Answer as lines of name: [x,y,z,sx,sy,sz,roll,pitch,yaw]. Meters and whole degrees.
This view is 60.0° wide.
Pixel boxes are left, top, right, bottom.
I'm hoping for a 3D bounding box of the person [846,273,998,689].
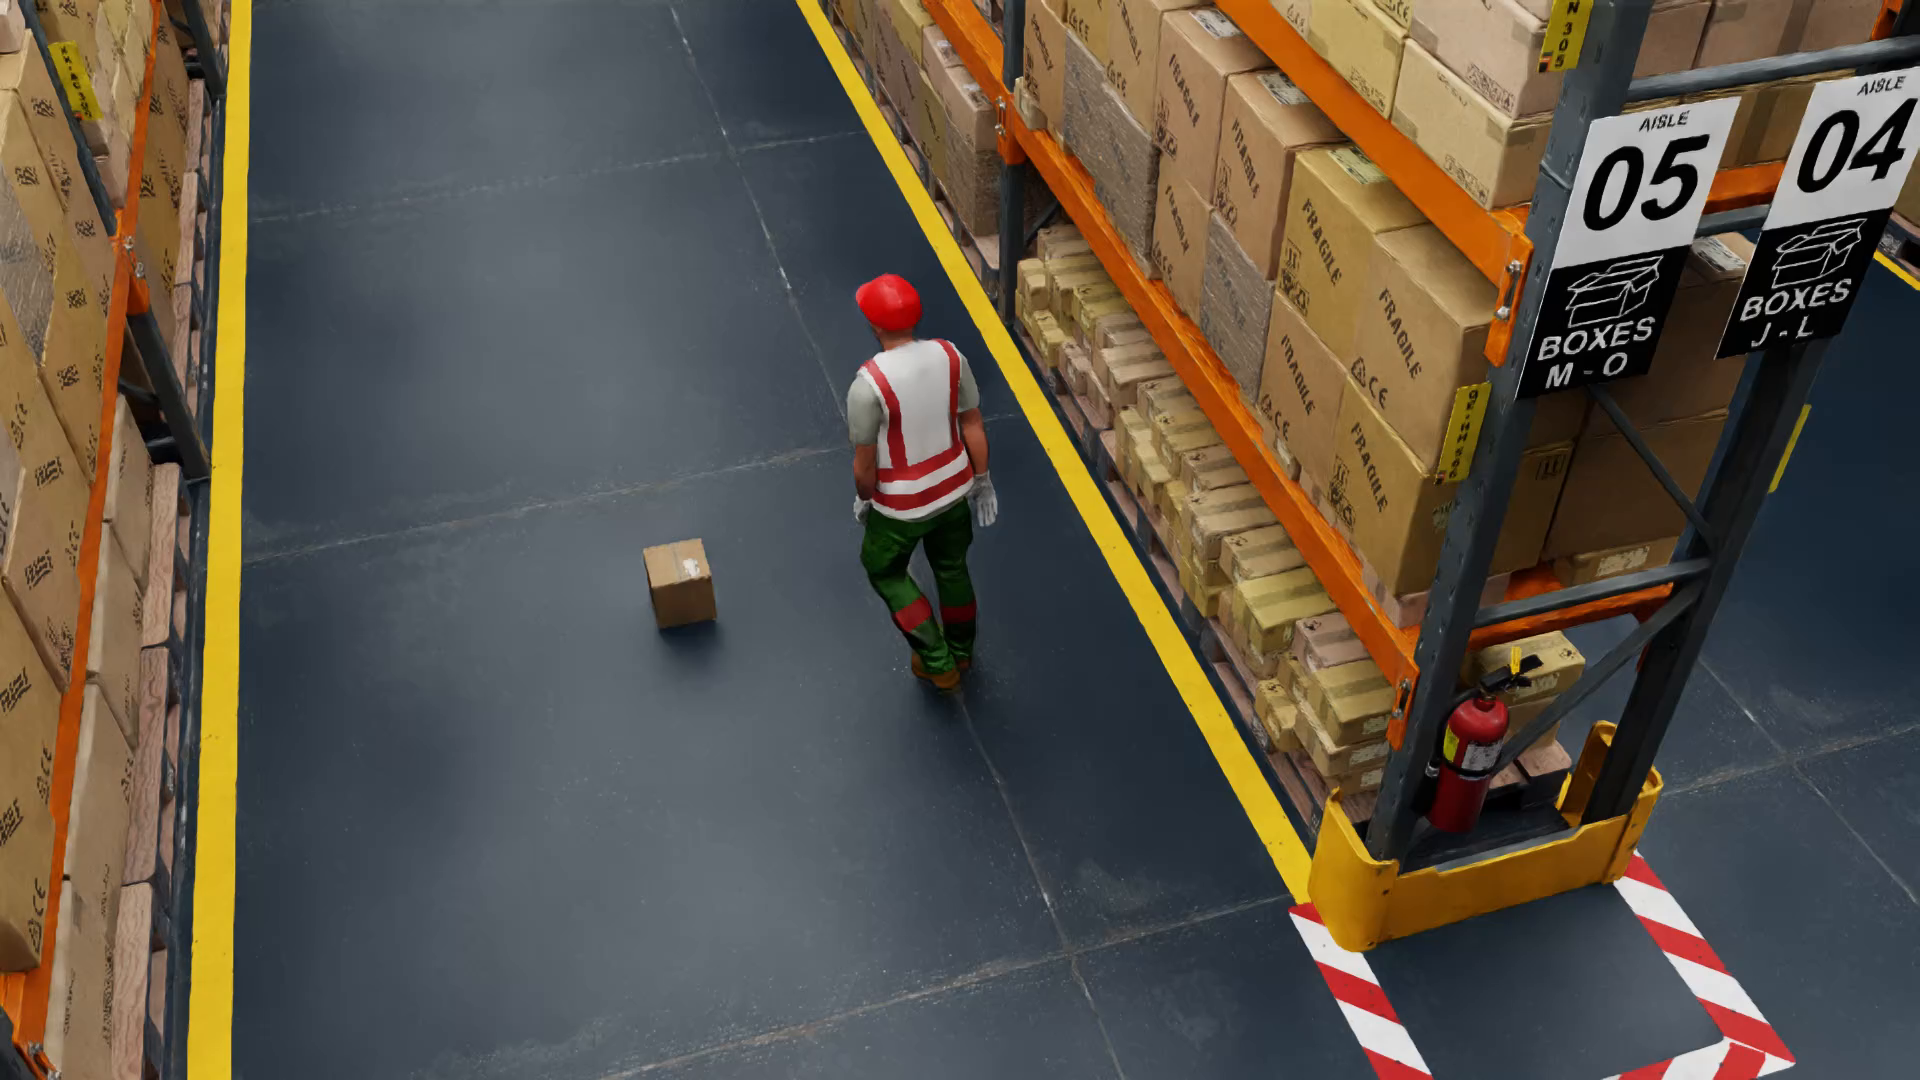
person: [-0.147,-0.174,6.348,0.539,1.761,0.675,-27,48,-27]
